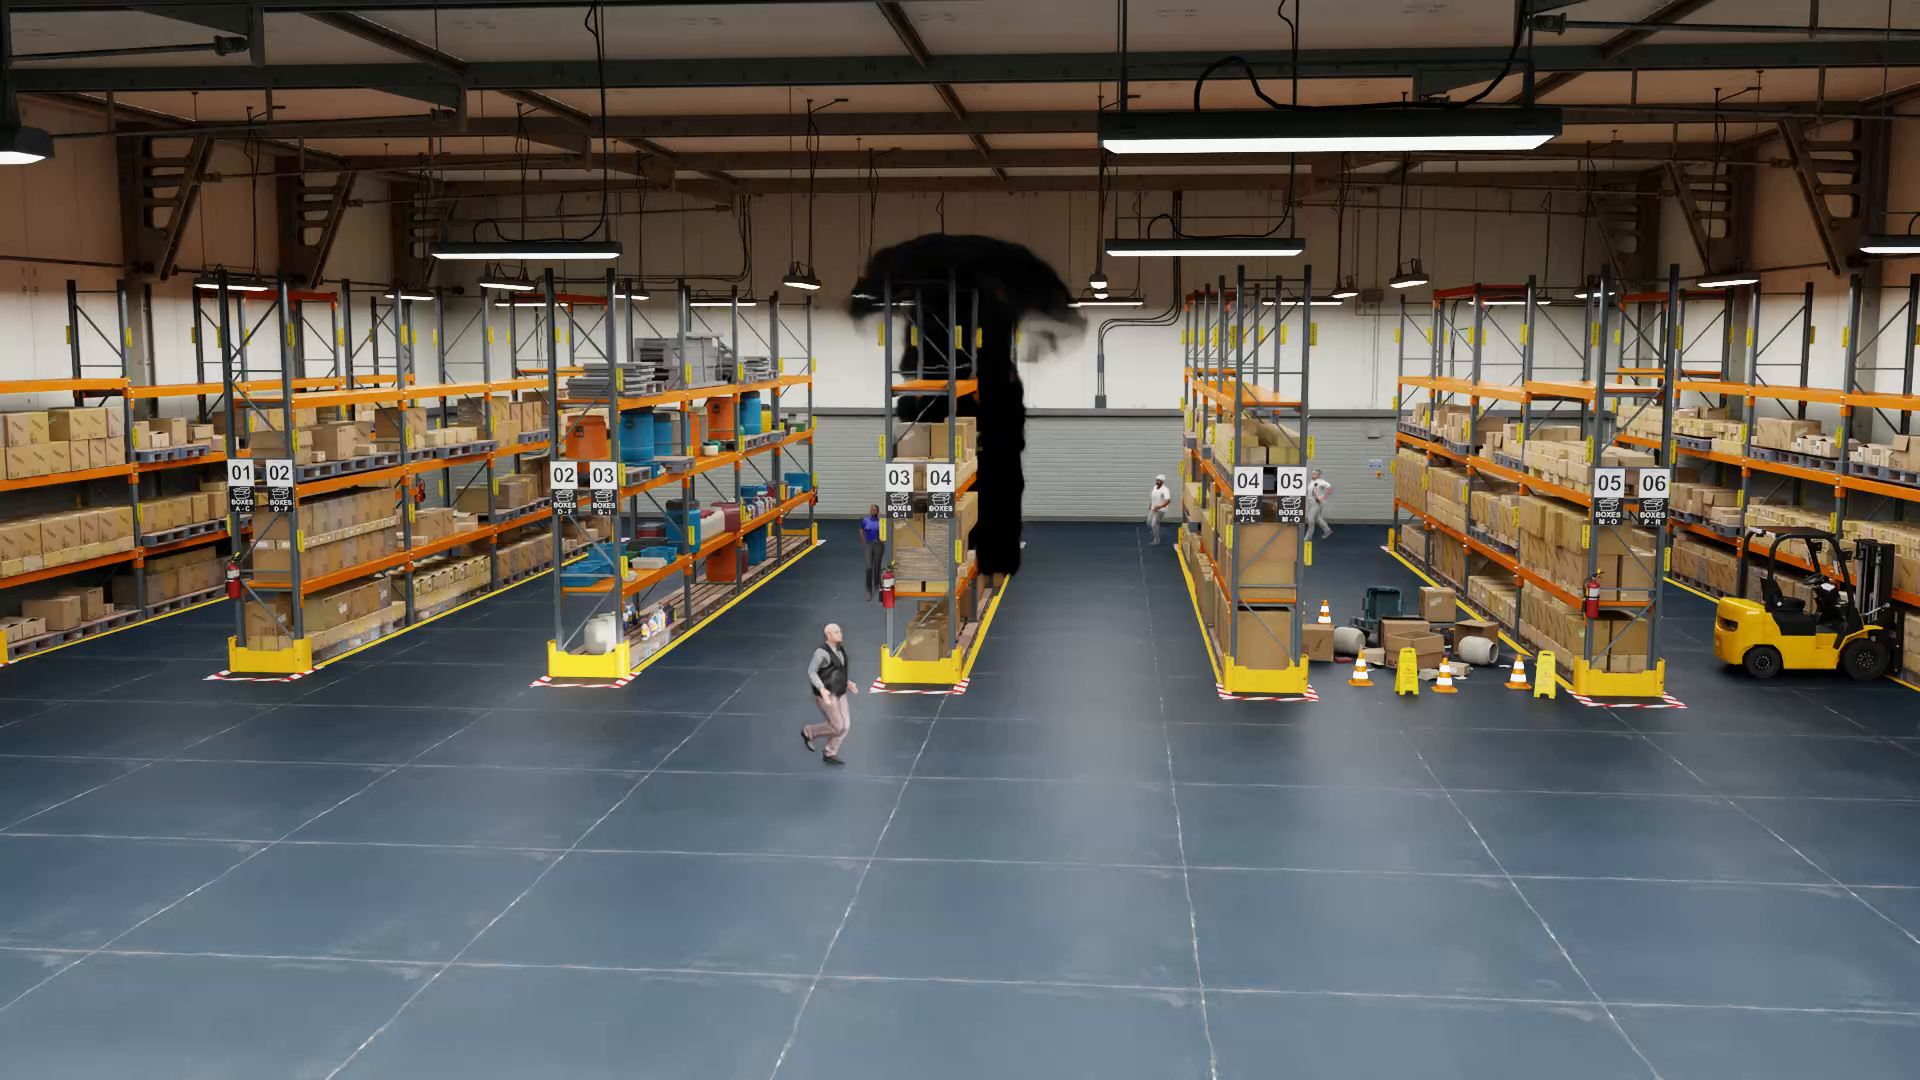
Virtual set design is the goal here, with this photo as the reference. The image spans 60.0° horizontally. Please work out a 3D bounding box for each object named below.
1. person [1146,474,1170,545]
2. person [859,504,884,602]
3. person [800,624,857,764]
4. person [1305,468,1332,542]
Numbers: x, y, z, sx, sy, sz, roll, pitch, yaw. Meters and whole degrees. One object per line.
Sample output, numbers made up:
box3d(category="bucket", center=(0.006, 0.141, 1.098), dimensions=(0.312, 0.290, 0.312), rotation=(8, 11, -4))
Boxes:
box3d(category="person", center=(4.837, -0.722, 40.343), dimensions=(0.564, 1.743, 0.707), rotation=(-5, 8, -34))
box3d(category="person", center=(-1.580, 0.224, 30.493), dimensions=(0.555, 1.776, 0.728), rotation=(0, 7, -1))
box3d(category="person", center=(-1.552, 1.811, 19.608), dimensions=(0.618, 1.675, 0.644), rotation=(4, 8, 29))
box3d(category="person", center=(8.818, -0.862, 41.068), dimensions=(0.863, 1.840, 0.649), rotation=(-1, 7, -10))
